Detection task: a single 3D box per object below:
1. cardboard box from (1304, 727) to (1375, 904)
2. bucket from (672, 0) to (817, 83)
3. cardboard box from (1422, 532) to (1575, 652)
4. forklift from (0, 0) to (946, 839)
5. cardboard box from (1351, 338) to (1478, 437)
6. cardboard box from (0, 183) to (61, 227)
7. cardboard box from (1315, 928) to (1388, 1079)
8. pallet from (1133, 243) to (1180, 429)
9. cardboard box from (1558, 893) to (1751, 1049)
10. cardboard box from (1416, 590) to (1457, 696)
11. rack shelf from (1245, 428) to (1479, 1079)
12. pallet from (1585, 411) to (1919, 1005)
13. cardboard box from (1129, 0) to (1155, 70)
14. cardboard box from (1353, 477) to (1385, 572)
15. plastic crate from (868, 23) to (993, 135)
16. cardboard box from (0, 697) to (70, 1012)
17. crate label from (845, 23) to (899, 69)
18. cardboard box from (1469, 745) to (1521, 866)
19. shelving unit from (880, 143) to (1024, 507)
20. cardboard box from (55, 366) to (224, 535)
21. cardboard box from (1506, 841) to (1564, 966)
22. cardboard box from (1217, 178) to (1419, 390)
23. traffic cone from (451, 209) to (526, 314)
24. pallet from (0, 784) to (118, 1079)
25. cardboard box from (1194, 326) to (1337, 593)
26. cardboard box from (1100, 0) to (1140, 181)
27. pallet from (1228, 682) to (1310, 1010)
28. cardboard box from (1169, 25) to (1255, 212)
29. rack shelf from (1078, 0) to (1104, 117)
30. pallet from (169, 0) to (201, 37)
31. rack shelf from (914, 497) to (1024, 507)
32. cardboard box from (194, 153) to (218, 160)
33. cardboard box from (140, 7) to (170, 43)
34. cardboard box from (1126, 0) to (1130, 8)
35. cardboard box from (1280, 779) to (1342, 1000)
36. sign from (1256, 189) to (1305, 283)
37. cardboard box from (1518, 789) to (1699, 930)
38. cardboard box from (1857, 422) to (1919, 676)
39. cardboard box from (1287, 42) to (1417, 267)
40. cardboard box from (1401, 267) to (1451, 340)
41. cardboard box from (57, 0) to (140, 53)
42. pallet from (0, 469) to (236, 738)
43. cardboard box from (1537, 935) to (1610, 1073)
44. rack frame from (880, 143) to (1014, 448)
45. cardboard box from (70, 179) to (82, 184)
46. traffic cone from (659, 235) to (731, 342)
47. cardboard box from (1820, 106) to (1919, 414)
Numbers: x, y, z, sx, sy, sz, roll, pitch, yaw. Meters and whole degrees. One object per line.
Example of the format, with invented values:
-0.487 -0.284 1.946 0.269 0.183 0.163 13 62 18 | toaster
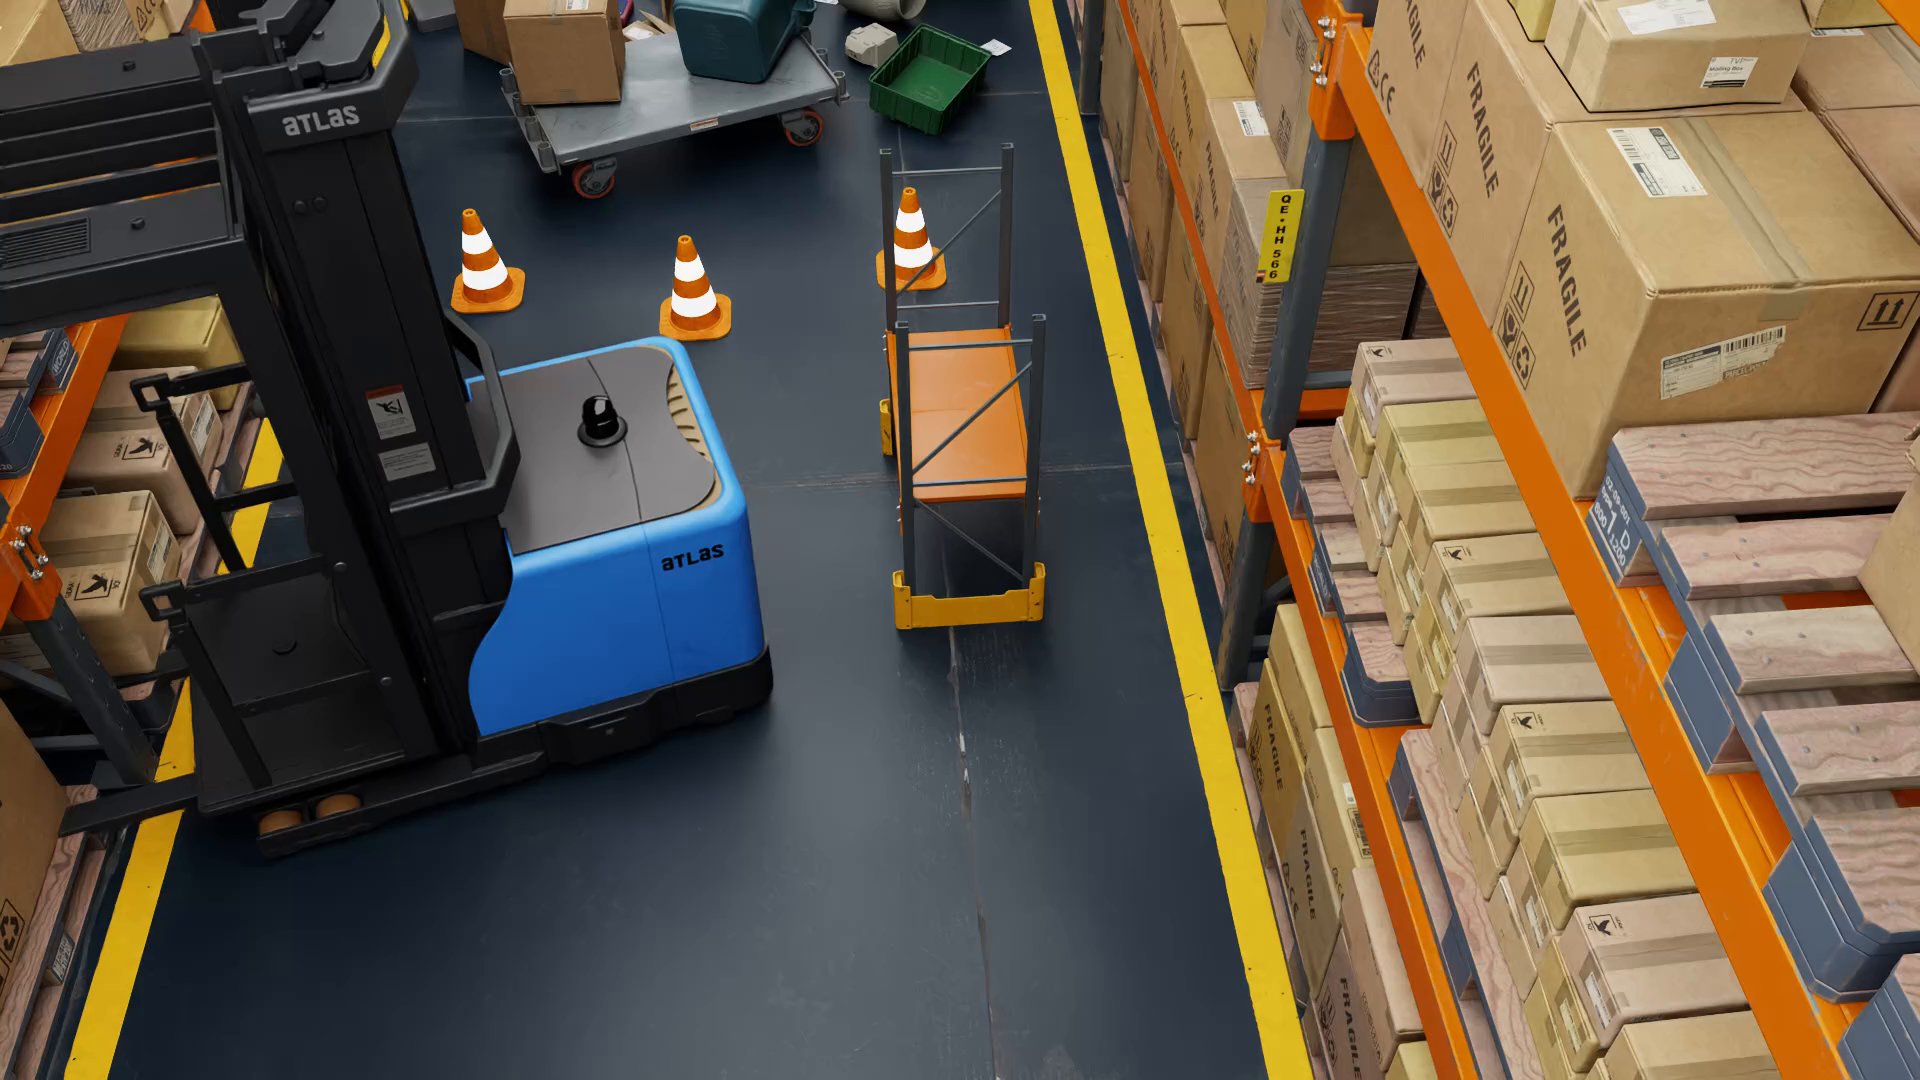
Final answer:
1.346 0.815 4.964 0.500 0.250 0.500 -4 47 -4 | cardboard box
-1.157 -2.772 8.653 0.726 0.611 0.620 11 58 10 | bucket
1.396 0.125 4.177 0.380 0.149 0.250 -5 47 -5 | cardboard box
-1.810 -1.050 5.863 4.586 2.935 2.622 -15 48 -14 | forklift
1.333 -0.436 4.707 0.380 0.149 0.250 -3 47 -3 | cardboard box
-3.295 -1.146 5.343 0.500 0.500 0.500 -1 47 -1 | cardboard box
1.385 1.454 4.875 0.500 0.500 0.500 -5 47 -4 | cardboard box
1.397 -1.019 7.706 1.003 0.211 1.213 -3 47 -3 | pallet
1.486 0.887 3.454 0.380 0.149 0.250 -5 47 -5 | cardboard box
1.399 0.251 4.262 0.380 0.149 0.250 -3 47 -3 | cardboard box
1.655 1.172 4.206 1.077 0.370 4.000 -3 47 -3 | rack shelf
1.787 0.201 2.693 1.213 0.211 1.003 -3 47 -3 | pallet
1.010 -2.327 6.956 0.500 0.500 0.500 -4 47 -4 | cardboard box
1.346 -0.050 4.752 0.380 0.149 0.250 -1 47 -1 | cardboard box
-0.168 -2.516 9.100 0.450 0.188 0.662 25 51 9 | plastic crate
-3.462 0.942 5.102 0.875 0.875 0.875 -4 47 -4 | cardboard box
-0.500 -2.819 9.462 0.298 0.136 0.250 -36 56 -29 | crate label
1.437 0.611 3.921 0.380 0.149 0.250 -4 47 -4 | cardboard box
-0.010 -0.600 6.422 0.500 1.500 0.985 -3 47 -3 | shelving unit
-3.544 -0.332 6.656 0.950 0.372 0.625 -4 47 -4 | cardboard box
1.463 0.806 3.736 0.380 0.149 0.250 -2 47 -2 | cardboard box
1.182 -0.867 5.572 0.500 0.500 0.500 -3 47 -3 | cardboard box
-2.273 -1.358 7.854 0.336 0.463 0.334 -3 47 -3 | traffic cone
-3.446 1.385 5.429 1.003 0.211 1.213 -3 47 -3 | pallet
1.526 -0.339 6.402 1.050 0.750 0.750 -4 47 -4 | cardboard box
1.294 -2.344 8.301 1.050 0.750 0.750 -4 47 -3 | cardboard box
1.551 1.002 5.792 1.003 0.211 1.213 -3 47 -3 | pallet
1.100 -1.589 6.257 0.500 0.500 0.500 -4 47 -4 | cardboard box
8.748 -2.408 7.101 15.905 3.000 4.168 -3 47 -3 | rack shelf
-3.853 -2.415 7.240 1.003 0.211 1.213 -3 47 -3 | pallet
-0.007 -0.478 6.505 0.416 0.036 0.922 -3 47 -3 | rack shelf
-3.726 -1.904 8.145 0.950 0.372 0.625 -3 47 -3 | cardboard box
-3.383 -2.006 6.604 0.380 0.149 0.250 -4 47 -3 | cardboard box
0.971 -2.689 7.298 0.500 0.500 0.500 -3 47 -3 | cardboard box
1.338 1.083 5.227 0.500 0.500 0.500 -3 47 -3 | cardboard box
0.934 -0.885 4.861 0.100 0.325 0.005 -3 47 -3 | sign
1.462 0.693 3.639 0.380 0.149 0.250 -4 47 -4 | cardboard box
1.824 0.035 2.362 0.797 0.503 0.637 -4 47 -4 | cardboard box
1.459 -1.226 5.224 0.700 0.500 0.500 -4 47 -4 | cardboard box
1.719 -0.898 5.602 0.500 0.500 0.500 -3 47 -3 | cardboard box
-3.380 -1.892 6.049 0.500 0.500 0.500 -5 47 -5 | cardboard box
-3.501 0.245 6.509 1.003 0.211 1.213 -3 47 -3 | pallet
1.478 0.982 3.570 0.380 0.149 0.250 -3 47 -3 | cardboard box
-0.050 -0.945 6.749 0.500 1.500 0.032 -3 47 -3 | rack frame
-3.347 -1.230 5.870 0.380 0.149 0.250 -1 47 -1 | cardboard box
-2.661 -2.436 7.260 3.046 2.808 1.723 -3 47 -3 | traffic cone
1.881 -0.468 3.129 0.500 0.500 0.500 -3 47 -3 | cardboard box
